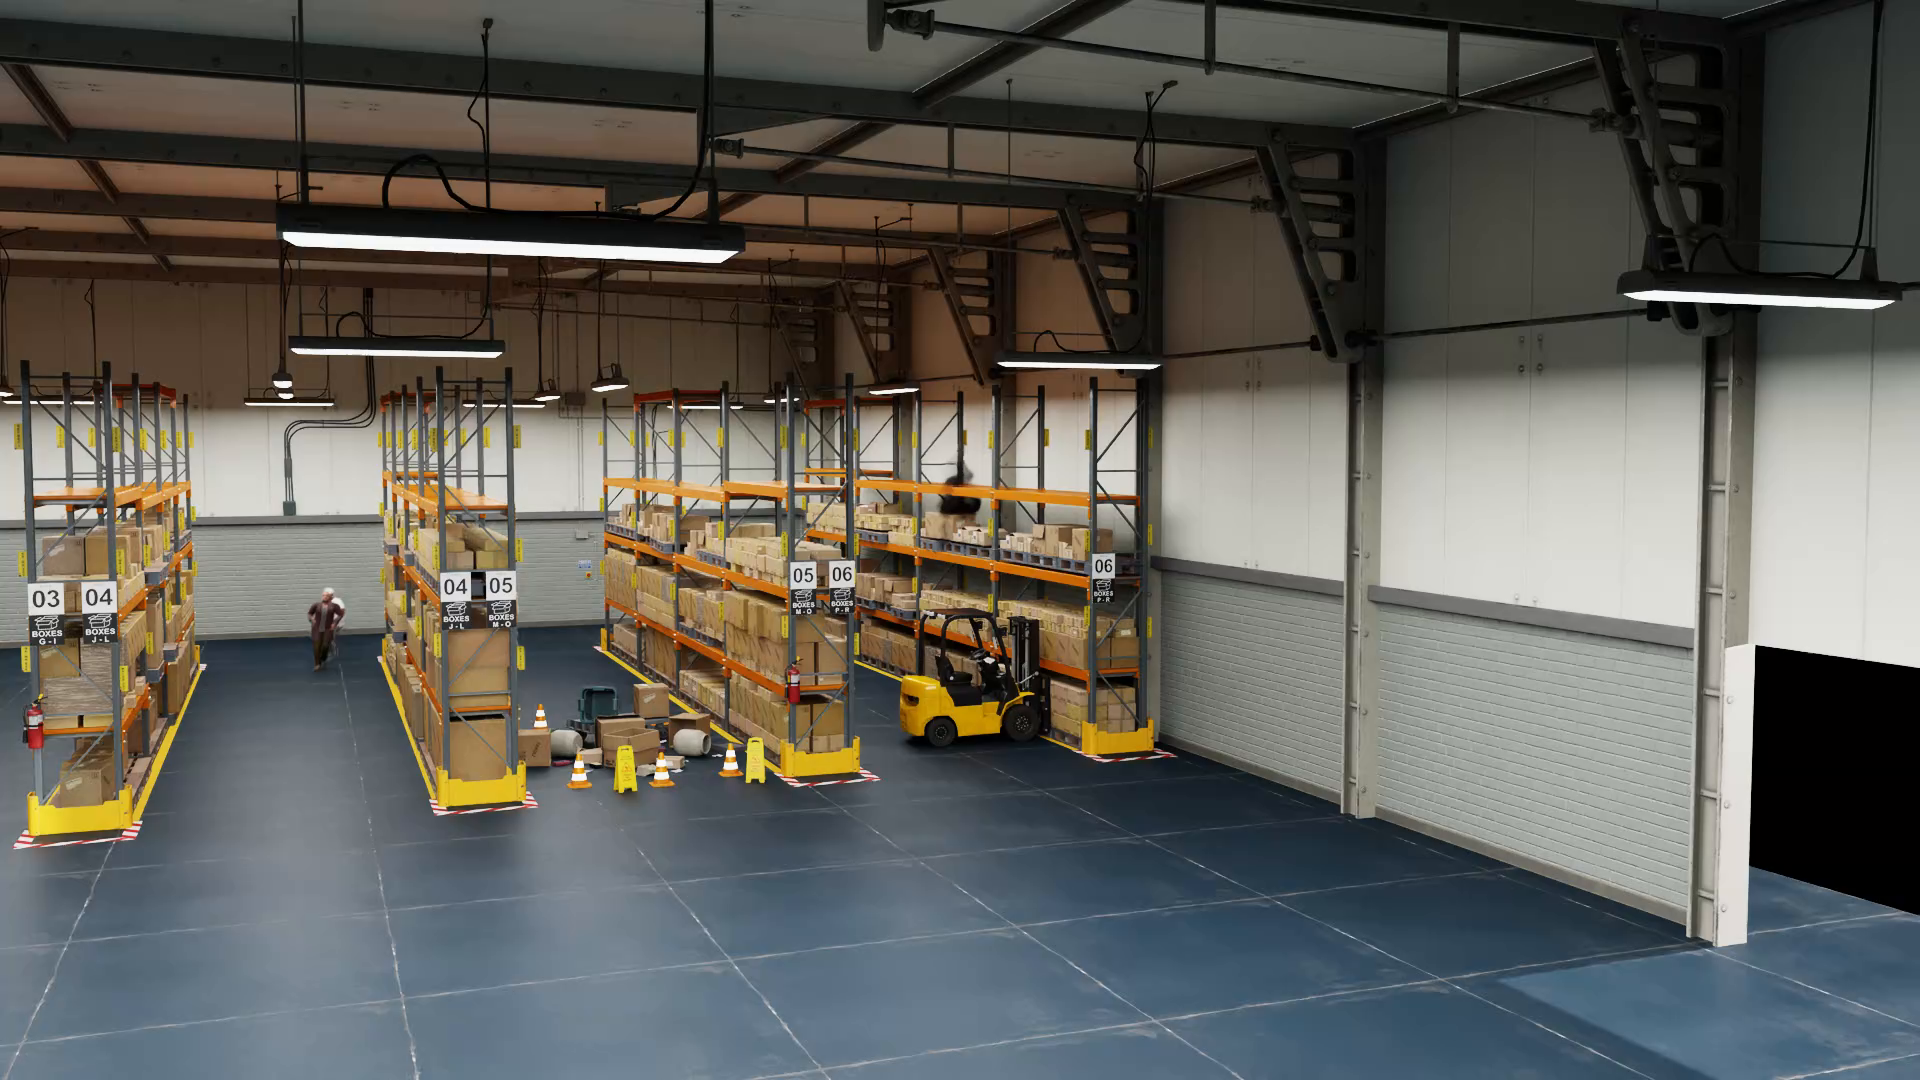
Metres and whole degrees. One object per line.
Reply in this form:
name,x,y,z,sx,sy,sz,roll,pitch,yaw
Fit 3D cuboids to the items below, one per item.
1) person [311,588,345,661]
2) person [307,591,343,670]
person,-14.334,1.916,37.741,0.977,1.684,0.518,2,4,35
person,-13.793,1.970,36.085,0.726,1.727,0.659,-1,4,-13
